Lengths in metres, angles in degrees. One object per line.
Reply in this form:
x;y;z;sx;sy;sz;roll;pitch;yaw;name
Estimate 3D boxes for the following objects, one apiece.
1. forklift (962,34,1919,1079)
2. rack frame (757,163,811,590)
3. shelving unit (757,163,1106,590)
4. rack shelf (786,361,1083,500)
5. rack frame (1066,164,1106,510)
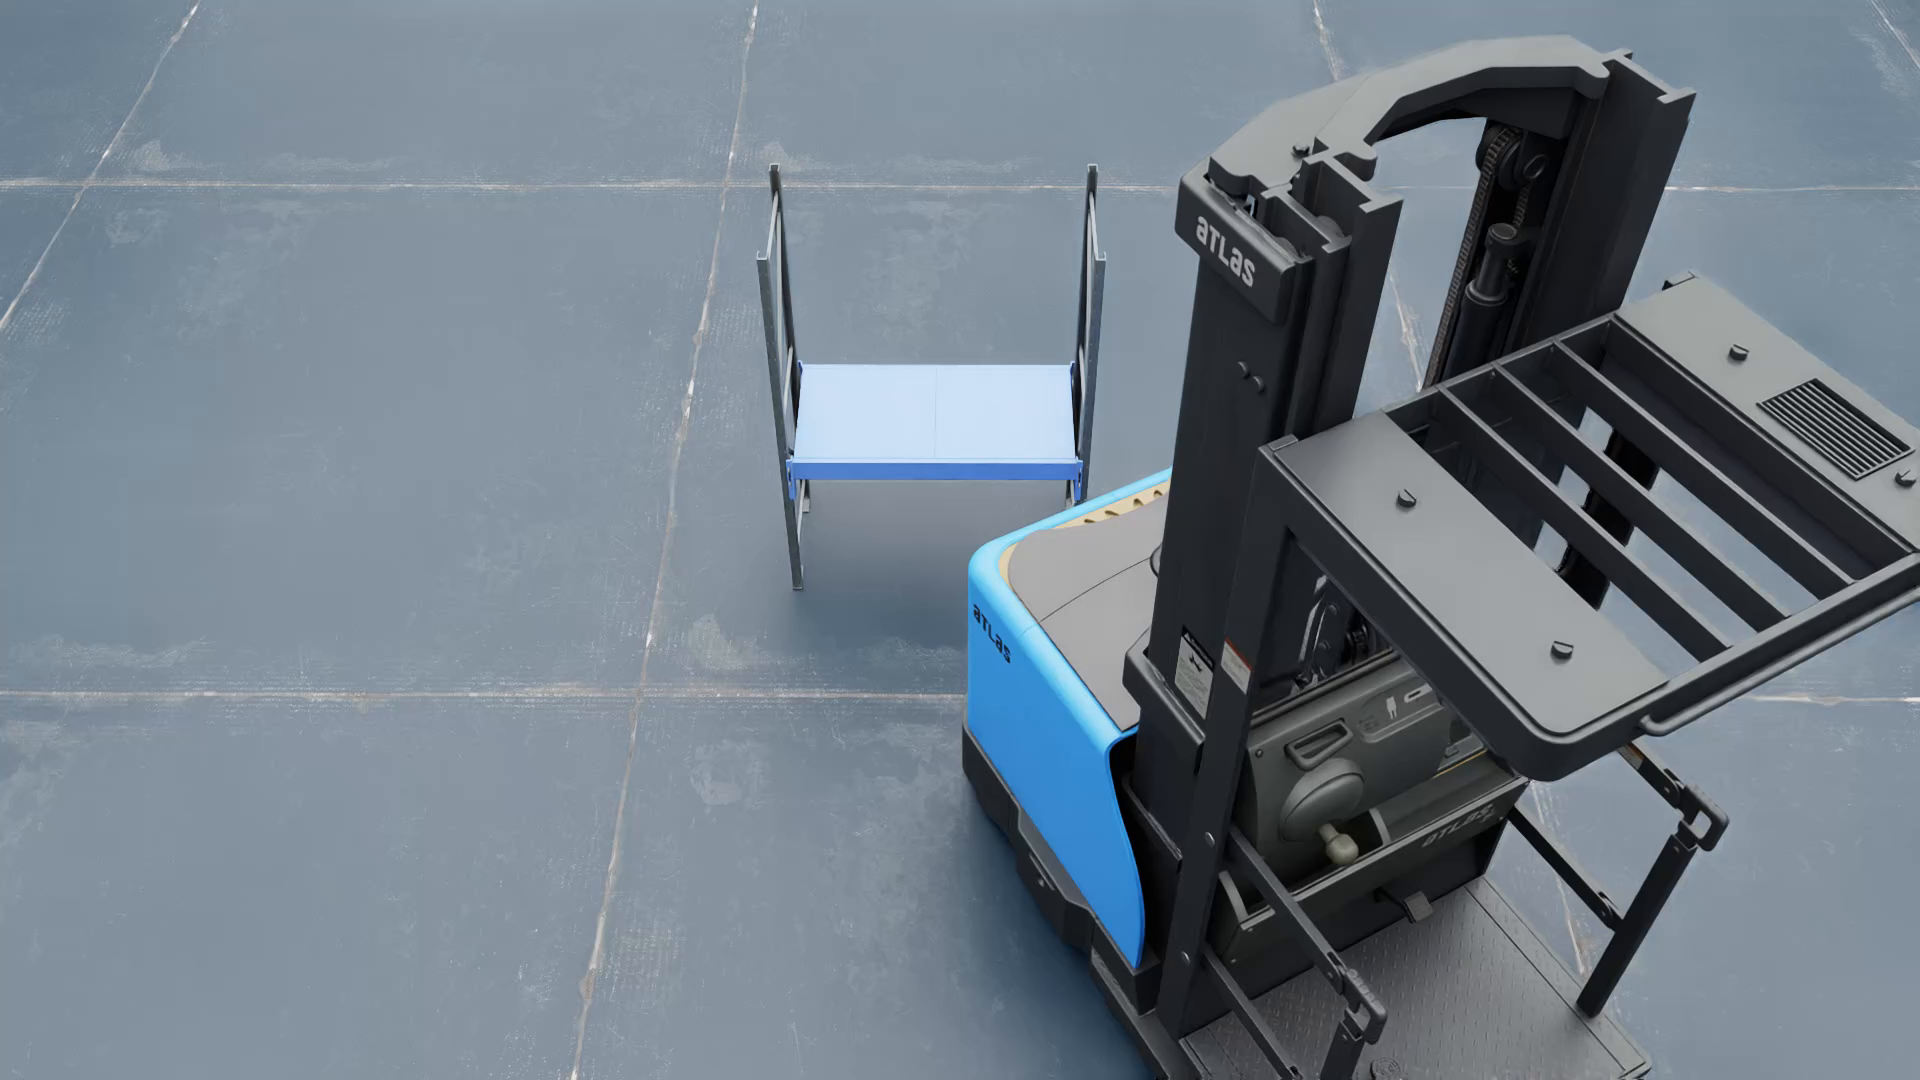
1.161;0.537;3.748;1.130;2.935;3.031;-22;51;-19;forklift
-0.594;-0.513;5.703;0.032;1.500;0.500;0;47;0;rack frame
-0.085;-0.511;5.701;1.048;1.500;0.538;0;47;0;shelving unit
-0.085;-0.389;5.833;1.000;0.185;0.538;0;47;0;rack shelf
0.423;-0.510;5.700;0.032;1.500;0.500;0;47;0;rack frame
